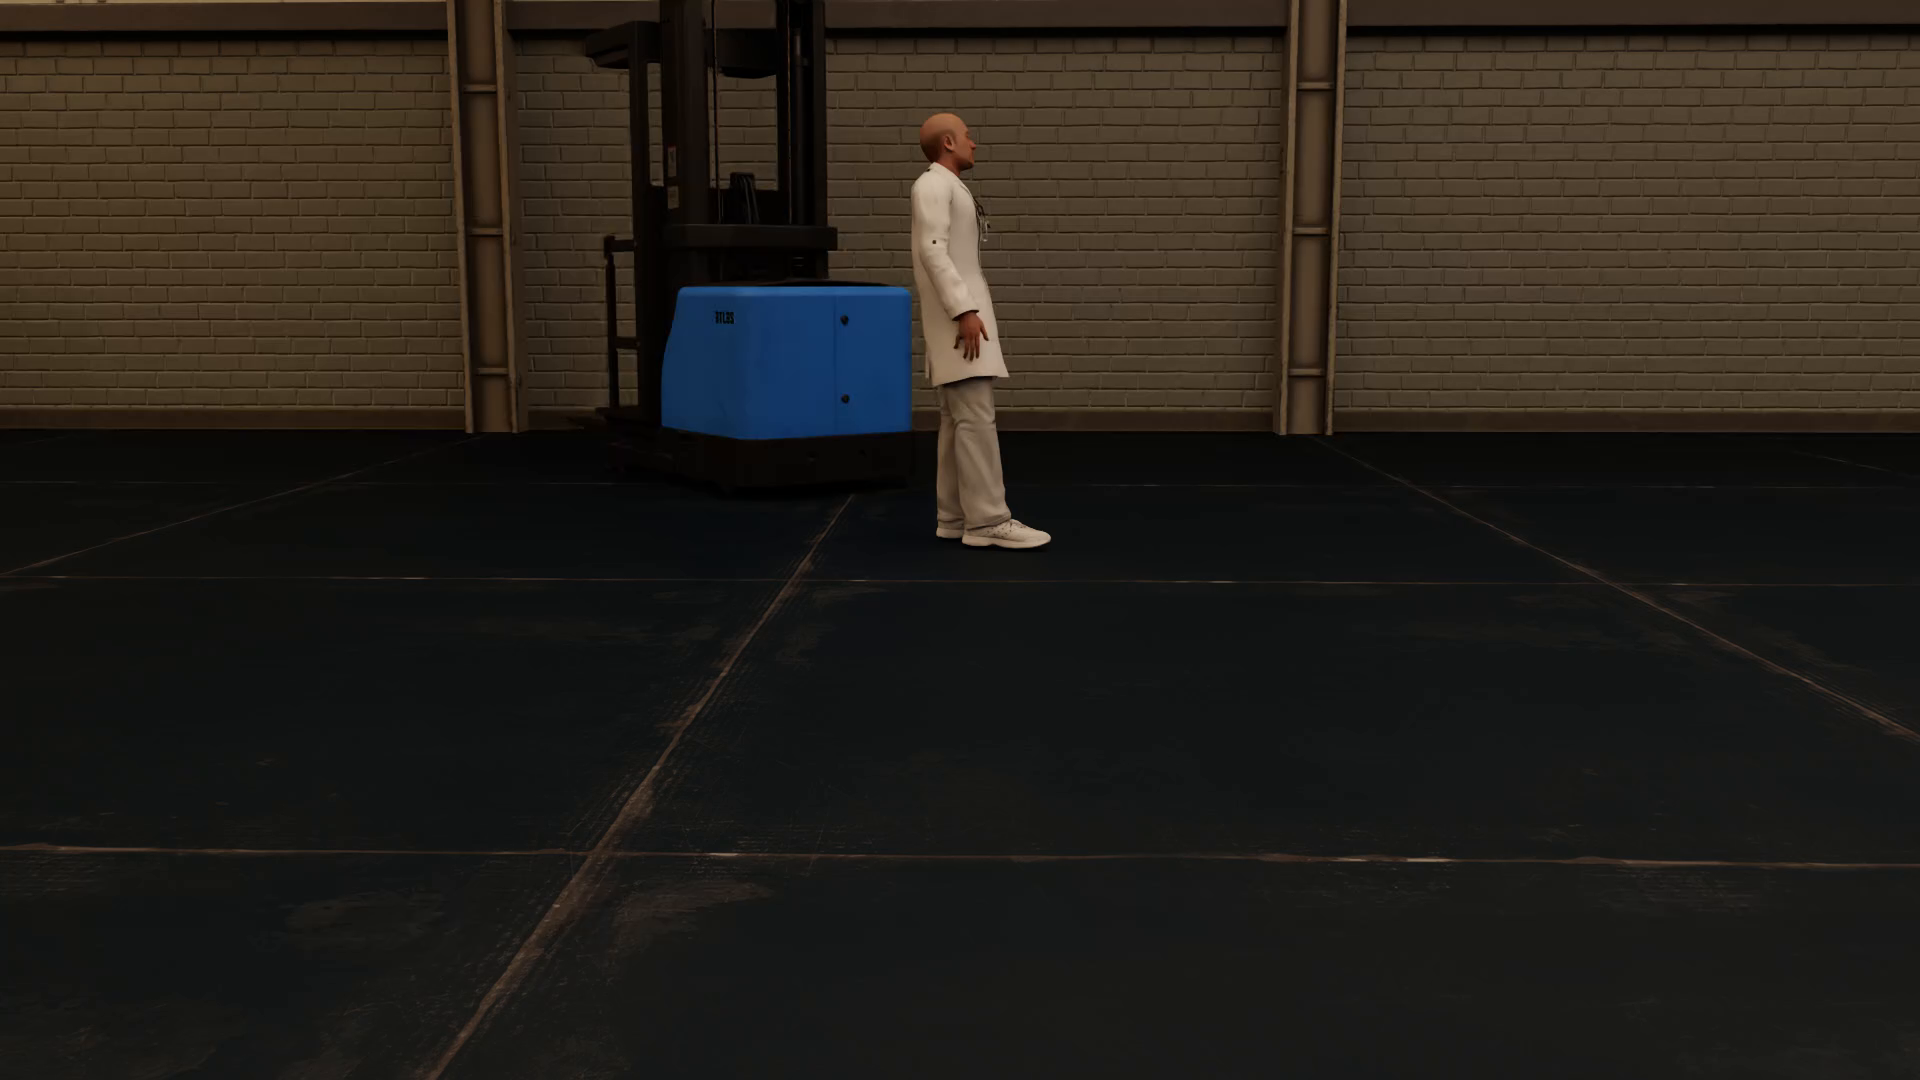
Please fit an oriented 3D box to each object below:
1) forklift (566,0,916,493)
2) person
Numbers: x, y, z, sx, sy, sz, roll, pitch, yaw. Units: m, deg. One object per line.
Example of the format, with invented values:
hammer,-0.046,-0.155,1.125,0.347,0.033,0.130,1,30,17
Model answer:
forklift,-1.471,-1.870,9.663,1.130,2.935,3.031,-6,10,-33
person,0.090,-0.885,6.985,0.581,1.776,0.696,0,9,1
